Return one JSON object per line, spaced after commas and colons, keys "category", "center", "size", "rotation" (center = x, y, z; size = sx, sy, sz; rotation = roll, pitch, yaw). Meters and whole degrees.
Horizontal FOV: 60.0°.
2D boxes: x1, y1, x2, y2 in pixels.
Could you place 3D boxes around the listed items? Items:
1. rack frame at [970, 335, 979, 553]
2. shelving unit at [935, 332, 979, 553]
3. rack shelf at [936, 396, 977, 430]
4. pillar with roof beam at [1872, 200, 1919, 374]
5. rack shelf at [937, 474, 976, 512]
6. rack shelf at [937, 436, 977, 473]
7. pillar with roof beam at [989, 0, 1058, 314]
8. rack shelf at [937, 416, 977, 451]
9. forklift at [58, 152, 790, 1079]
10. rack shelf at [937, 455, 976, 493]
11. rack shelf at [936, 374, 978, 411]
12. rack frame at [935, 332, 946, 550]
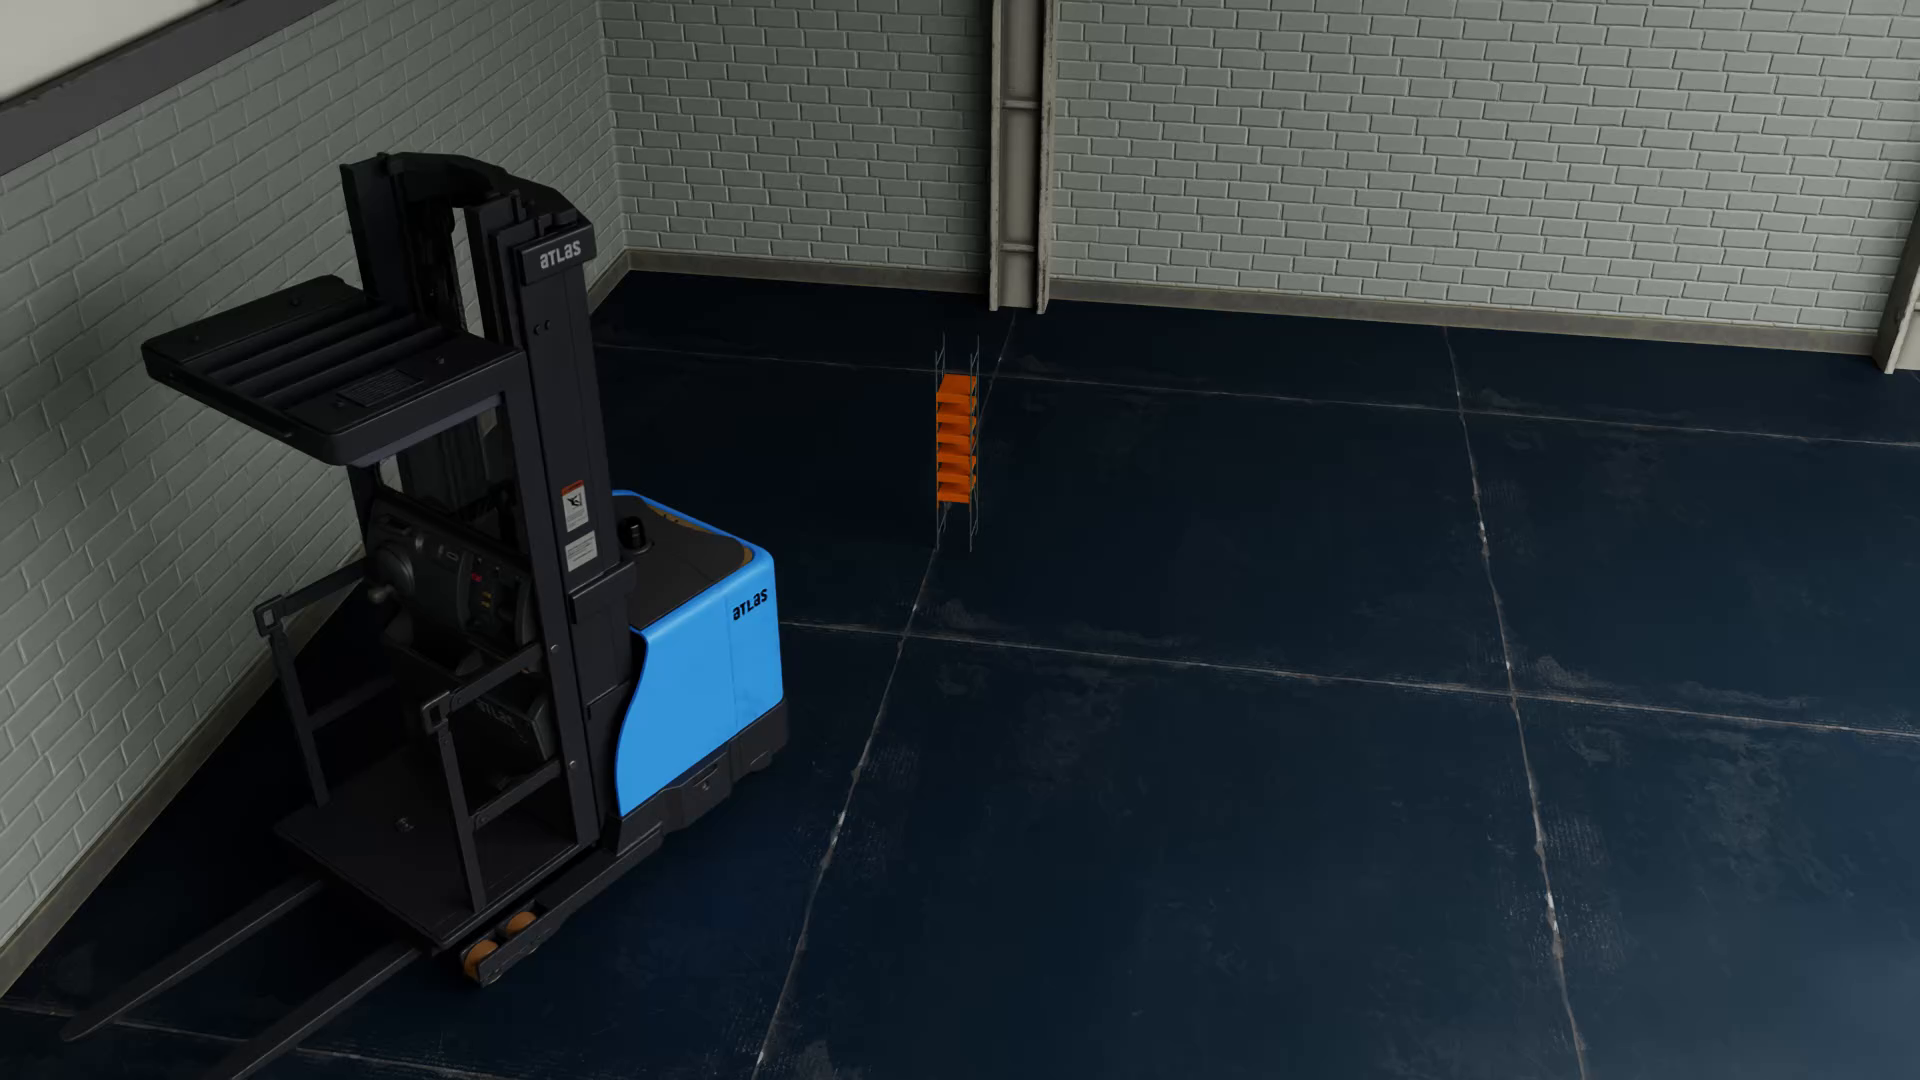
{"category": "rack frame", "center": [0.076, -0.502, 8.921], "size": [0.006, 1.200, 0.240], "rotation": [5, 32, 8]}
{"category": "shelving unit", "center": [-0.014, -0.510, 8.934], "size": [0.189, 1.200, 0.258], "rotation": [5, 32, 8]}
{"category": "rack shelf", "center": [-0.014, -0.676, 8.830], "size": [0.180, 0.103, 0.258], "rotation": [5, 32, 8]}
{"category": "pillar with roof beam", "center": [5.617, -2.731, 5.131], "size": [0.400, 9.000, 9.100], "rotation": [5, 32, 8]}
{"category": "rack shelf", "center": [-0.014, -0.269, 9.085], "size": [0.180, 0.103, 0.258], "rotation": [5, 32, 8]}
{"category": "rack shelf", "center": [-0.014, -0.472, 8.957], "size": [0.180, 0.103, 0.258], "rotation": [5, 32, 8]}
{"category": "pillar with roof beam", "center": [-0.298, -3.266, 5.987], "size": [0.400, 9.000, 9.100], "rotation": [5, 32, 8]}
{"category": "rack shelf", "center": [-0.014, -0.574, 8.894], "size": [0.180, 0.103, 0.258], "rotation": [5, 32, 8]}
{"category": "forklift", "center": [-2.073, 0.191, 6.182], "size": [1.130, 2.935, 3.031], "rotation": [22, 38, 31]}
{"category": "rack shelf", "center": [-0.014, -0.371, 9.021], "size": [0.180, 0.103, 0.258], "rotation": [5, 32, 8]}
{"category": "rack shelf", "center": [-0.014, -0.777, 8.766], "size": [0.180, 0.103, 0.258], "rotation": [5, 32, 8]}
{"category": "rack frame", "center": [-0.104, -0.518, 8.947], "size": [0.006, 1.200, 0.240], "rotation": [5, 32, 8]}
